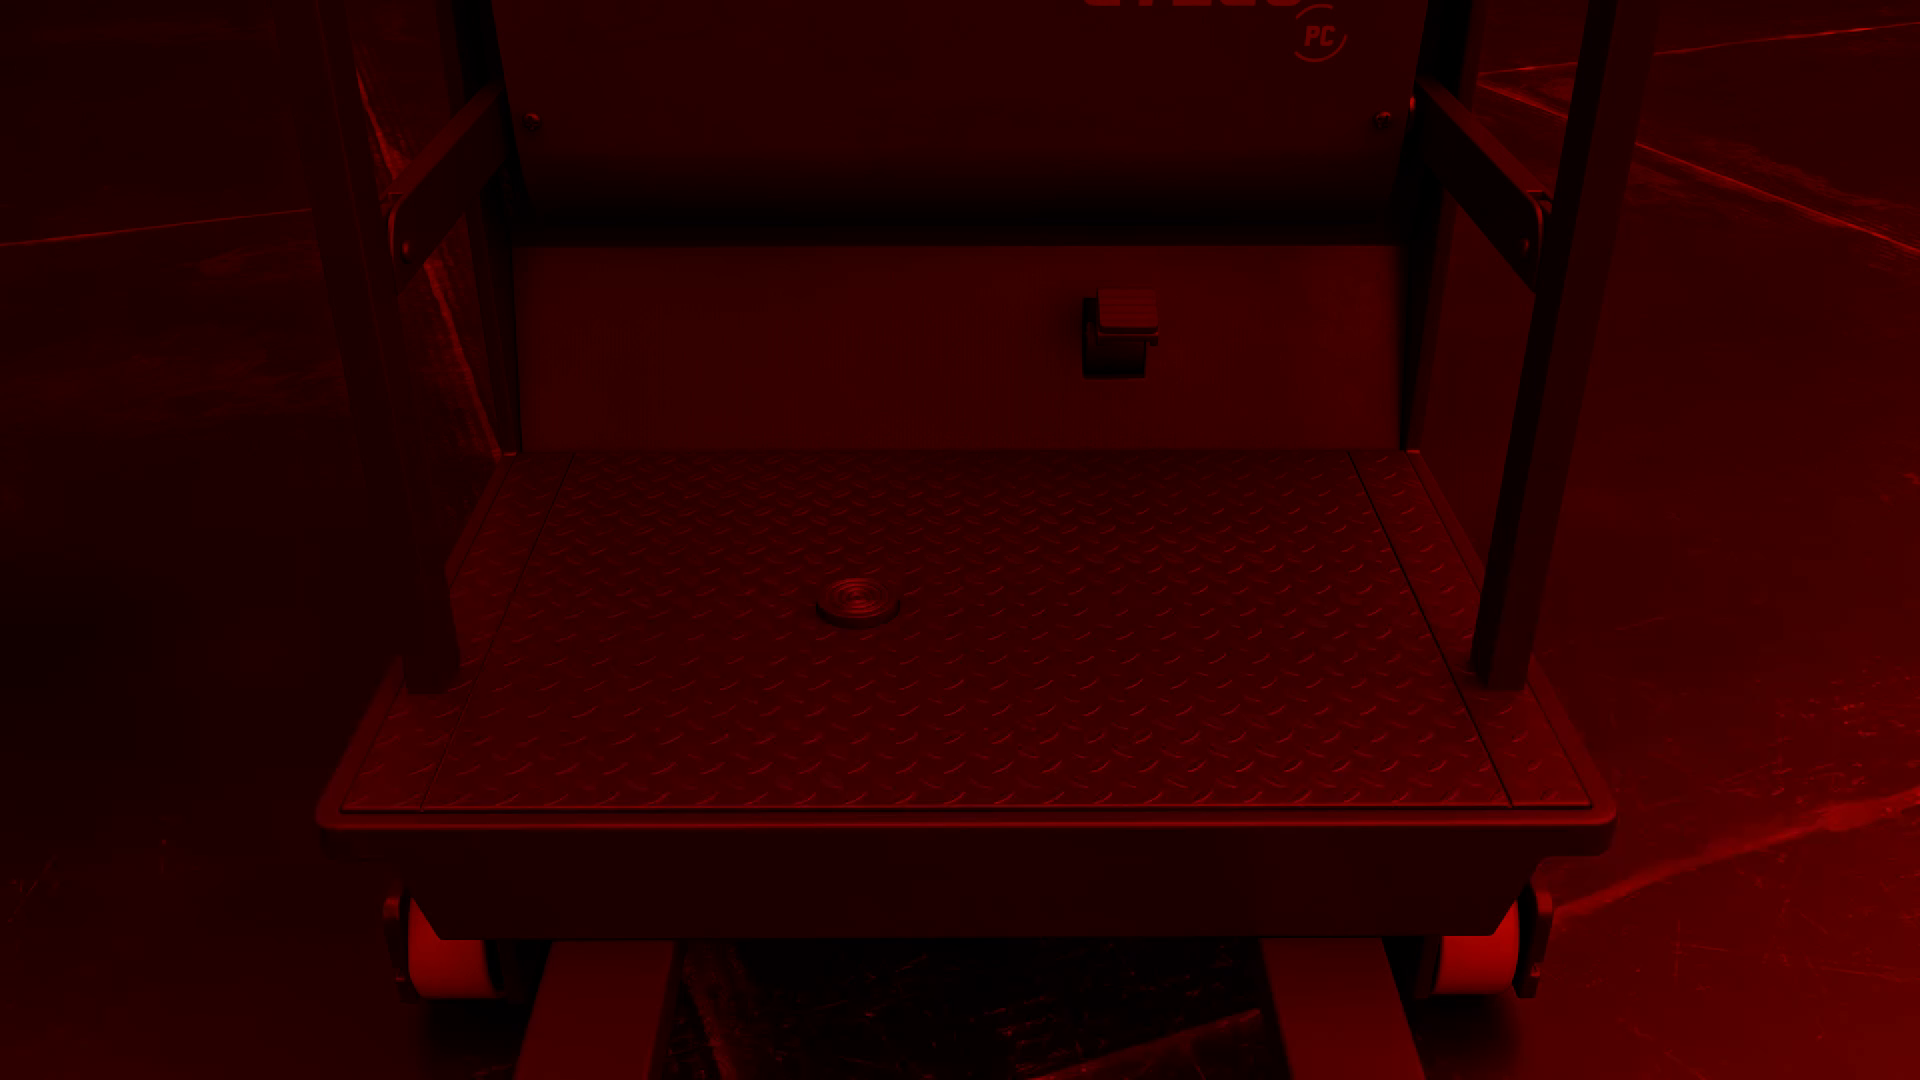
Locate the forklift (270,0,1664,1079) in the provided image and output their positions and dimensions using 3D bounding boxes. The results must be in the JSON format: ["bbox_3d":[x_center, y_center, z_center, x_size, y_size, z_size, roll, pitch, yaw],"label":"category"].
[{"bbox_3d":[0.003,-0.964,1.232,1.130,2.935,3.031,0,30,0],"label":"forklift"}]
